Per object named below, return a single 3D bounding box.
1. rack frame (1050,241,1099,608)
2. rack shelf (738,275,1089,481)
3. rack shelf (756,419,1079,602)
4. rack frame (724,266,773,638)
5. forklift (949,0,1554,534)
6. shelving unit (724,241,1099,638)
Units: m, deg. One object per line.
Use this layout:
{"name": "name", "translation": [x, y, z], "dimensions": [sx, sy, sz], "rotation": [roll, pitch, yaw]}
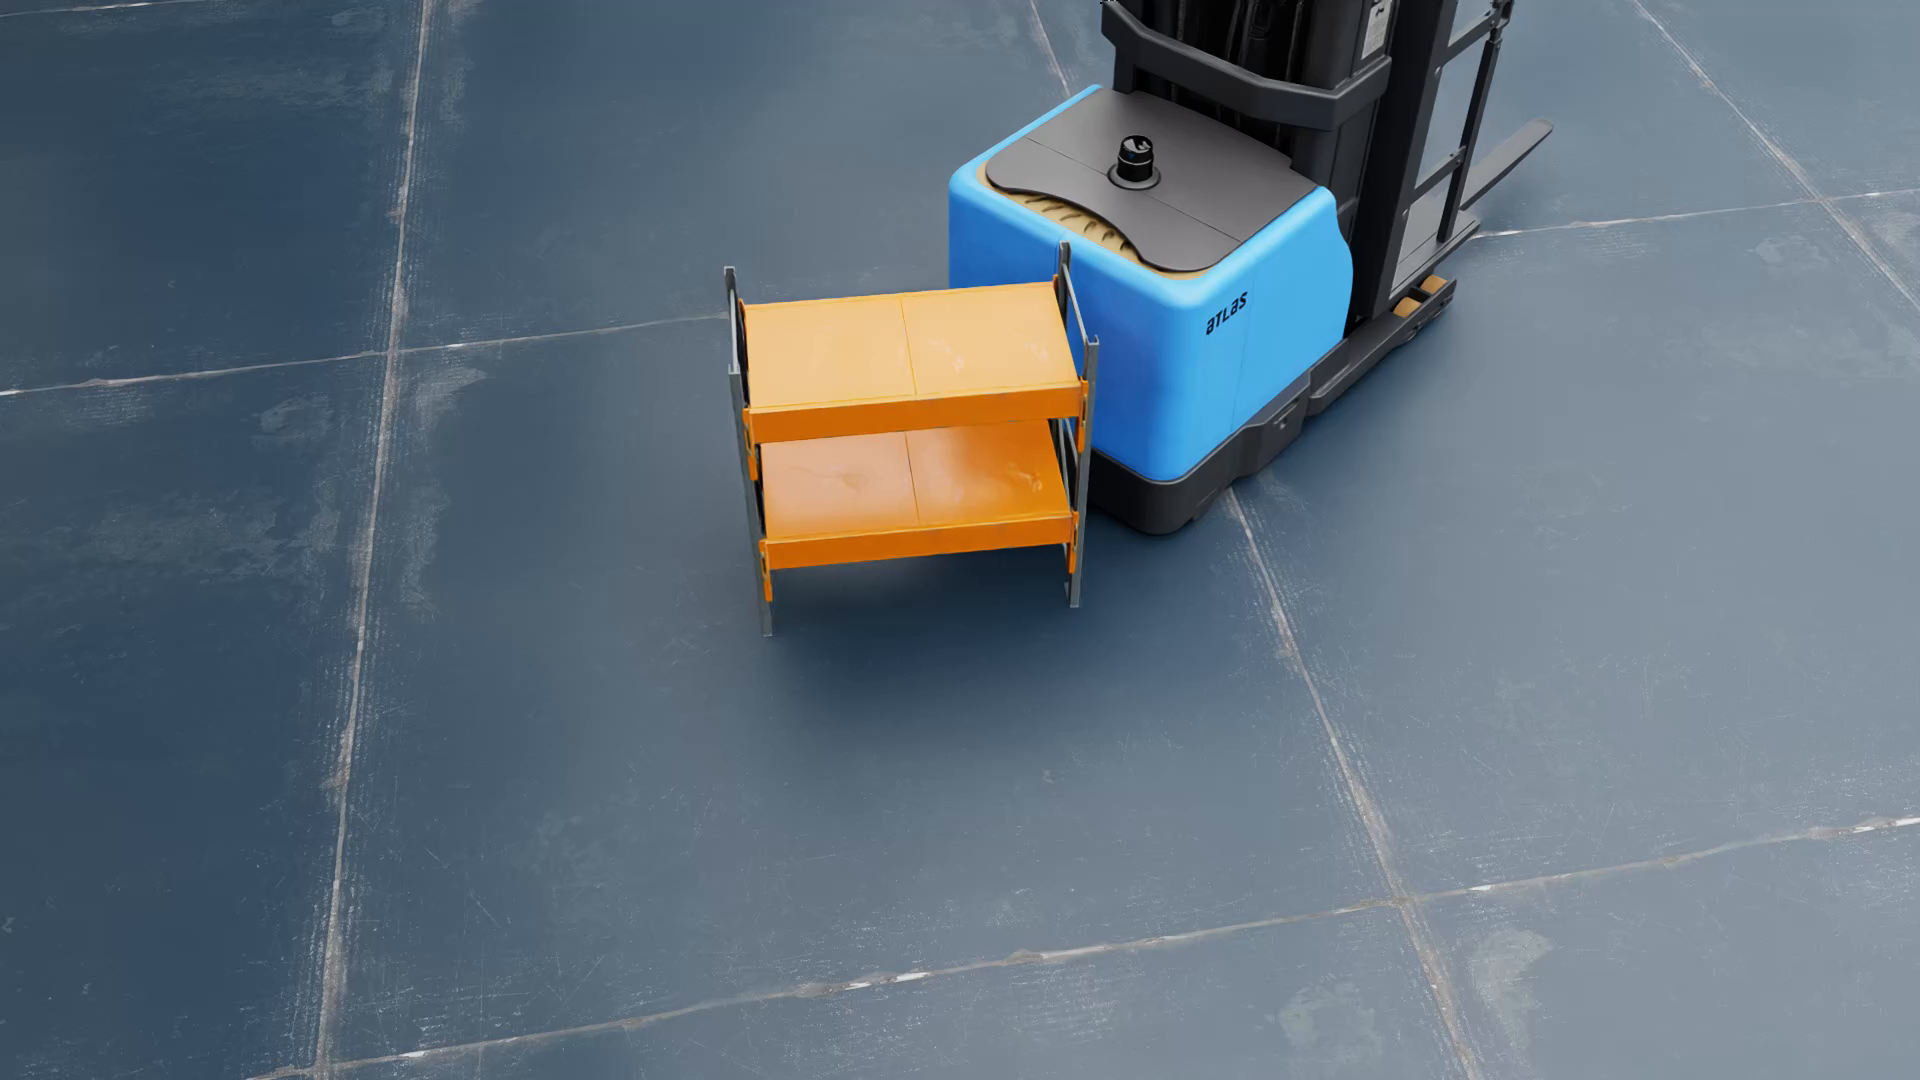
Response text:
{"name": "rack frame", "translation": [0.349, -0.342, 5.299], "dimensions": [0.032, 1.125, 0.500], "rotation": [-5, 46, -5]}
{"name": "rack shelf", "translation": [-0.155, -0.500, 5.044], "dimensions": [1.000, 0.278, 0.538], "rotation": [-5, 46, -5]}
{"name": "rack shelf", "translation": [-0.155, -0.127, 5.431], "dimensions": [1.000, 0.278, 0.538], "rotation": [-5, 46, -5]}
{"name": "rack frame", "translation": [-0.660, -0.251, 5.211], "dimensions": [0.032, 1.125, 0.500], "rotation": [-5, 46, -5]}
{"name": "forklift", "translation": [1.306, -2.016, 5.657], "dimensions": [1.130, 2.935, 3.031], "rotation": [33, 54, 28]}
{"name": "shelving unit", "translation": [-0.155, -0.297, 5.255], "dimensions": [1.048, 1.125, 0.538], "rotation": [-5, 46, -5]}
